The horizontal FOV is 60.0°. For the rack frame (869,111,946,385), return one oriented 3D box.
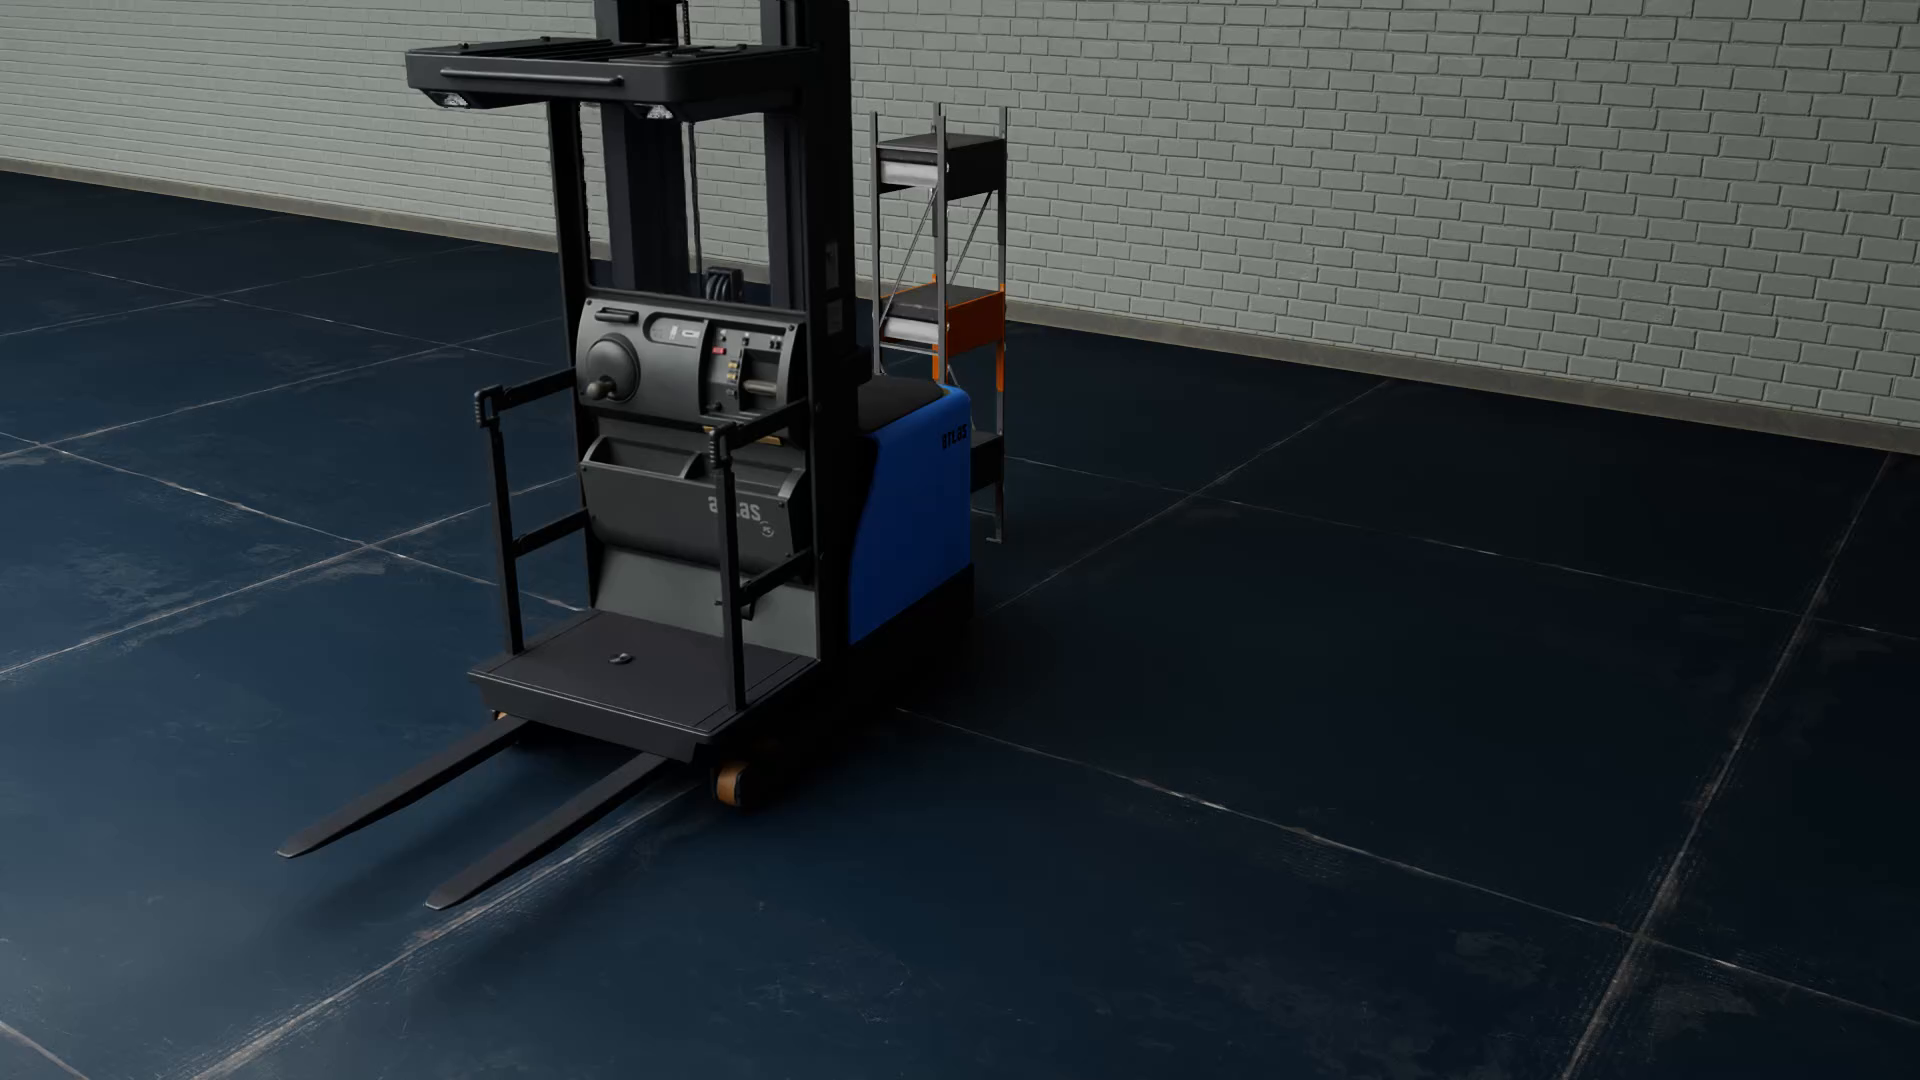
[{"bbox_3d":[-0.230,-0.867,7.583,0.400,2.100,0.015,13,24,32],"label":"rack frame"}]

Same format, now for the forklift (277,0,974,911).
[{"bbox_3d":[-1.075,-0.625,5.729,1.130,2.935,3.031,10,23,26],"label":"forklift"}]

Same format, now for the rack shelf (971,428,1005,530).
[{"bbox_3d":[-0.093,-0.268,8.020,0.431,0.518,0.480,13,24,32],"label":"rack shelf"}]

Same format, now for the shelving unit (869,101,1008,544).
[{"bbox_3d":[-0.093,-0.937,7.772,0.431,2.100,0.503,13,24,32],"label":"shelving unit"}]

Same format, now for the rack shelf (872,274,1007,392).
[{"bbox_3d":[-0.093,-0.925,7.777,0.431,0.518,0.480,13,24,32],"label":"rack shelf"}]

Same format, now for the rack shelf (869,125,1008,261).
[{"bbox_3d":[-0.093,-1.581,7.534,0.431,0.518,0.480,13,24,32],"label":"rack shelf"}]

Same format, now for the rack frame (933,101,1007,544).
[{"bbox_3d":[0.044,-1.007,7.962,0.400,2.100,0.015,13,24,32],"label":"rack frame"}]
